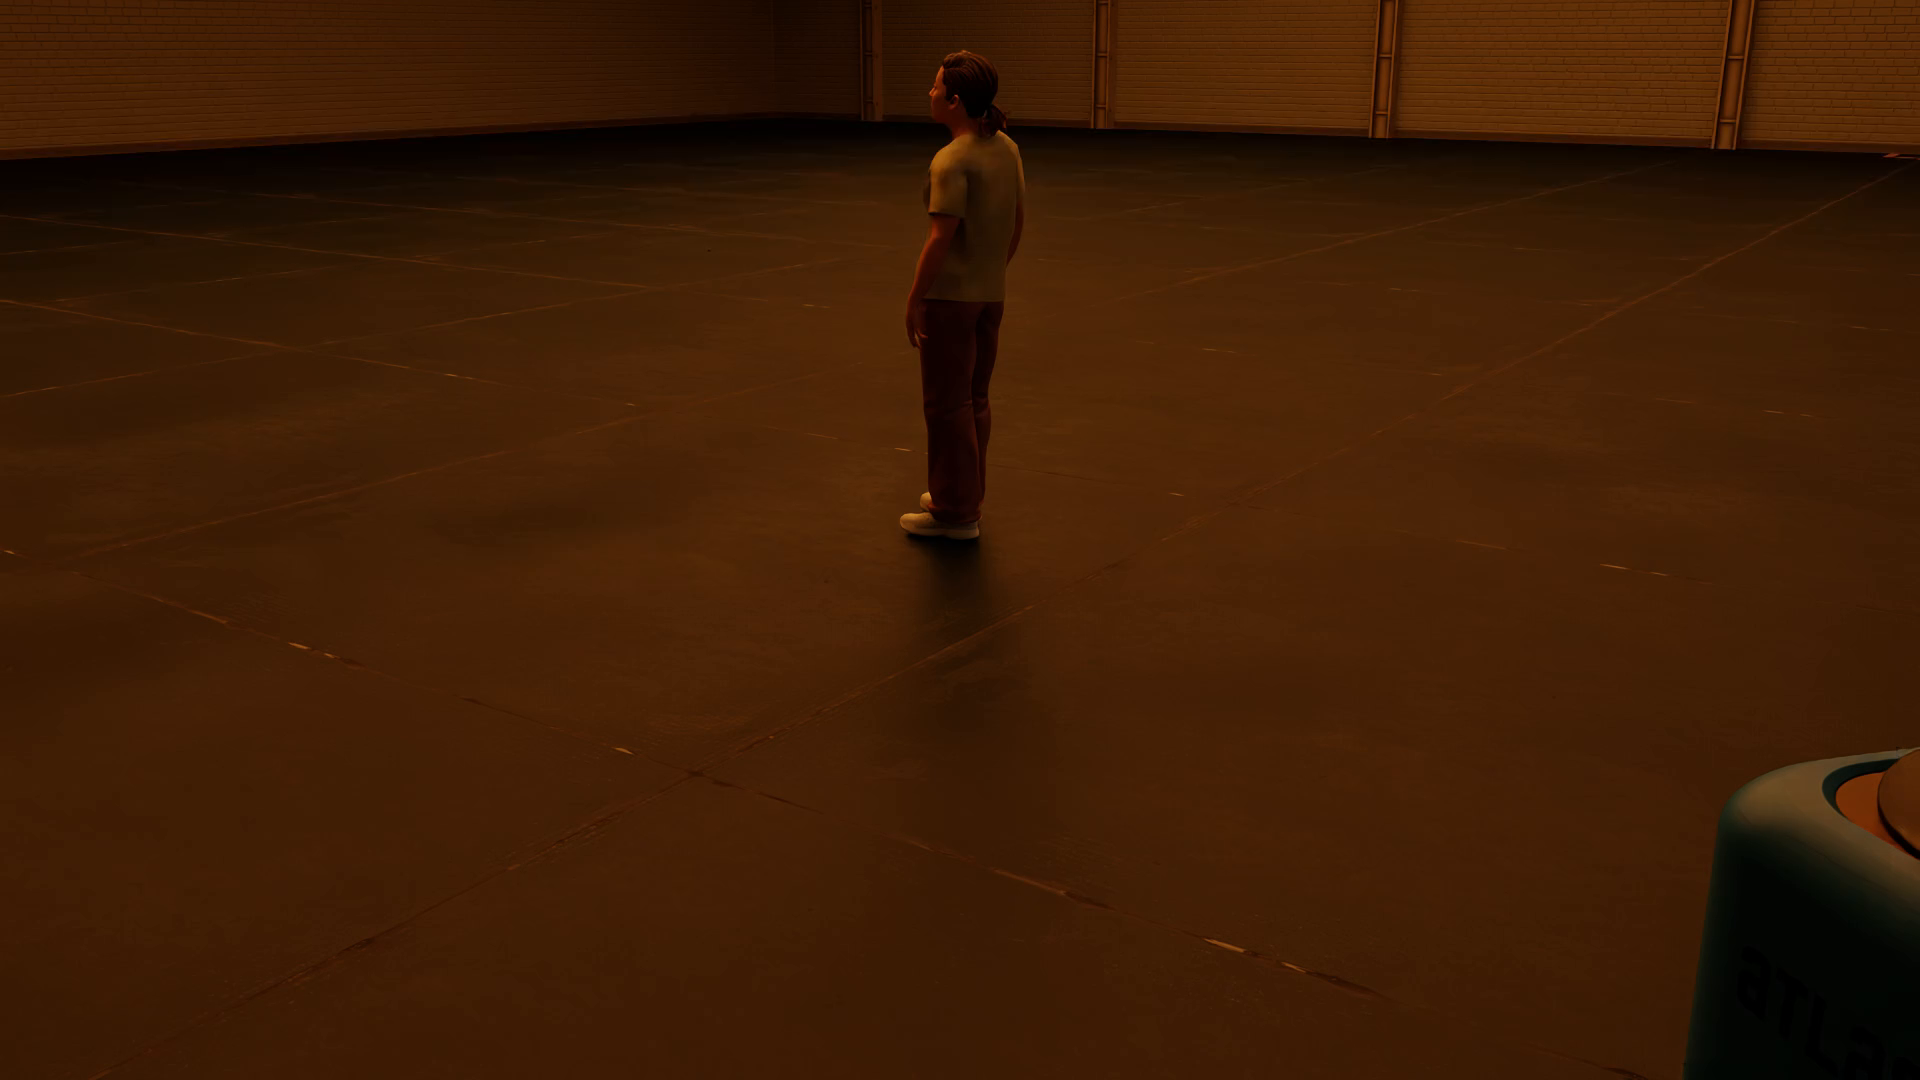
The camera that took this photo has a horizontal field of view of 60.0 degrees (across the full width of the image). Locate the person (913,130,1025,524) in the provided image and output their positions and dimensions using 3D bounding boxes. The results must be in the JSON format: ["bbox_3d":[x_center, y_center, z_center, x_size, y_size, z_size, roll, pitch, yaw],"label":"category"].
[{"bbox_3d":[-0.019,-0.729,5.754,0.396,1.363,0.519,11,20,33],"label":"person"}]
